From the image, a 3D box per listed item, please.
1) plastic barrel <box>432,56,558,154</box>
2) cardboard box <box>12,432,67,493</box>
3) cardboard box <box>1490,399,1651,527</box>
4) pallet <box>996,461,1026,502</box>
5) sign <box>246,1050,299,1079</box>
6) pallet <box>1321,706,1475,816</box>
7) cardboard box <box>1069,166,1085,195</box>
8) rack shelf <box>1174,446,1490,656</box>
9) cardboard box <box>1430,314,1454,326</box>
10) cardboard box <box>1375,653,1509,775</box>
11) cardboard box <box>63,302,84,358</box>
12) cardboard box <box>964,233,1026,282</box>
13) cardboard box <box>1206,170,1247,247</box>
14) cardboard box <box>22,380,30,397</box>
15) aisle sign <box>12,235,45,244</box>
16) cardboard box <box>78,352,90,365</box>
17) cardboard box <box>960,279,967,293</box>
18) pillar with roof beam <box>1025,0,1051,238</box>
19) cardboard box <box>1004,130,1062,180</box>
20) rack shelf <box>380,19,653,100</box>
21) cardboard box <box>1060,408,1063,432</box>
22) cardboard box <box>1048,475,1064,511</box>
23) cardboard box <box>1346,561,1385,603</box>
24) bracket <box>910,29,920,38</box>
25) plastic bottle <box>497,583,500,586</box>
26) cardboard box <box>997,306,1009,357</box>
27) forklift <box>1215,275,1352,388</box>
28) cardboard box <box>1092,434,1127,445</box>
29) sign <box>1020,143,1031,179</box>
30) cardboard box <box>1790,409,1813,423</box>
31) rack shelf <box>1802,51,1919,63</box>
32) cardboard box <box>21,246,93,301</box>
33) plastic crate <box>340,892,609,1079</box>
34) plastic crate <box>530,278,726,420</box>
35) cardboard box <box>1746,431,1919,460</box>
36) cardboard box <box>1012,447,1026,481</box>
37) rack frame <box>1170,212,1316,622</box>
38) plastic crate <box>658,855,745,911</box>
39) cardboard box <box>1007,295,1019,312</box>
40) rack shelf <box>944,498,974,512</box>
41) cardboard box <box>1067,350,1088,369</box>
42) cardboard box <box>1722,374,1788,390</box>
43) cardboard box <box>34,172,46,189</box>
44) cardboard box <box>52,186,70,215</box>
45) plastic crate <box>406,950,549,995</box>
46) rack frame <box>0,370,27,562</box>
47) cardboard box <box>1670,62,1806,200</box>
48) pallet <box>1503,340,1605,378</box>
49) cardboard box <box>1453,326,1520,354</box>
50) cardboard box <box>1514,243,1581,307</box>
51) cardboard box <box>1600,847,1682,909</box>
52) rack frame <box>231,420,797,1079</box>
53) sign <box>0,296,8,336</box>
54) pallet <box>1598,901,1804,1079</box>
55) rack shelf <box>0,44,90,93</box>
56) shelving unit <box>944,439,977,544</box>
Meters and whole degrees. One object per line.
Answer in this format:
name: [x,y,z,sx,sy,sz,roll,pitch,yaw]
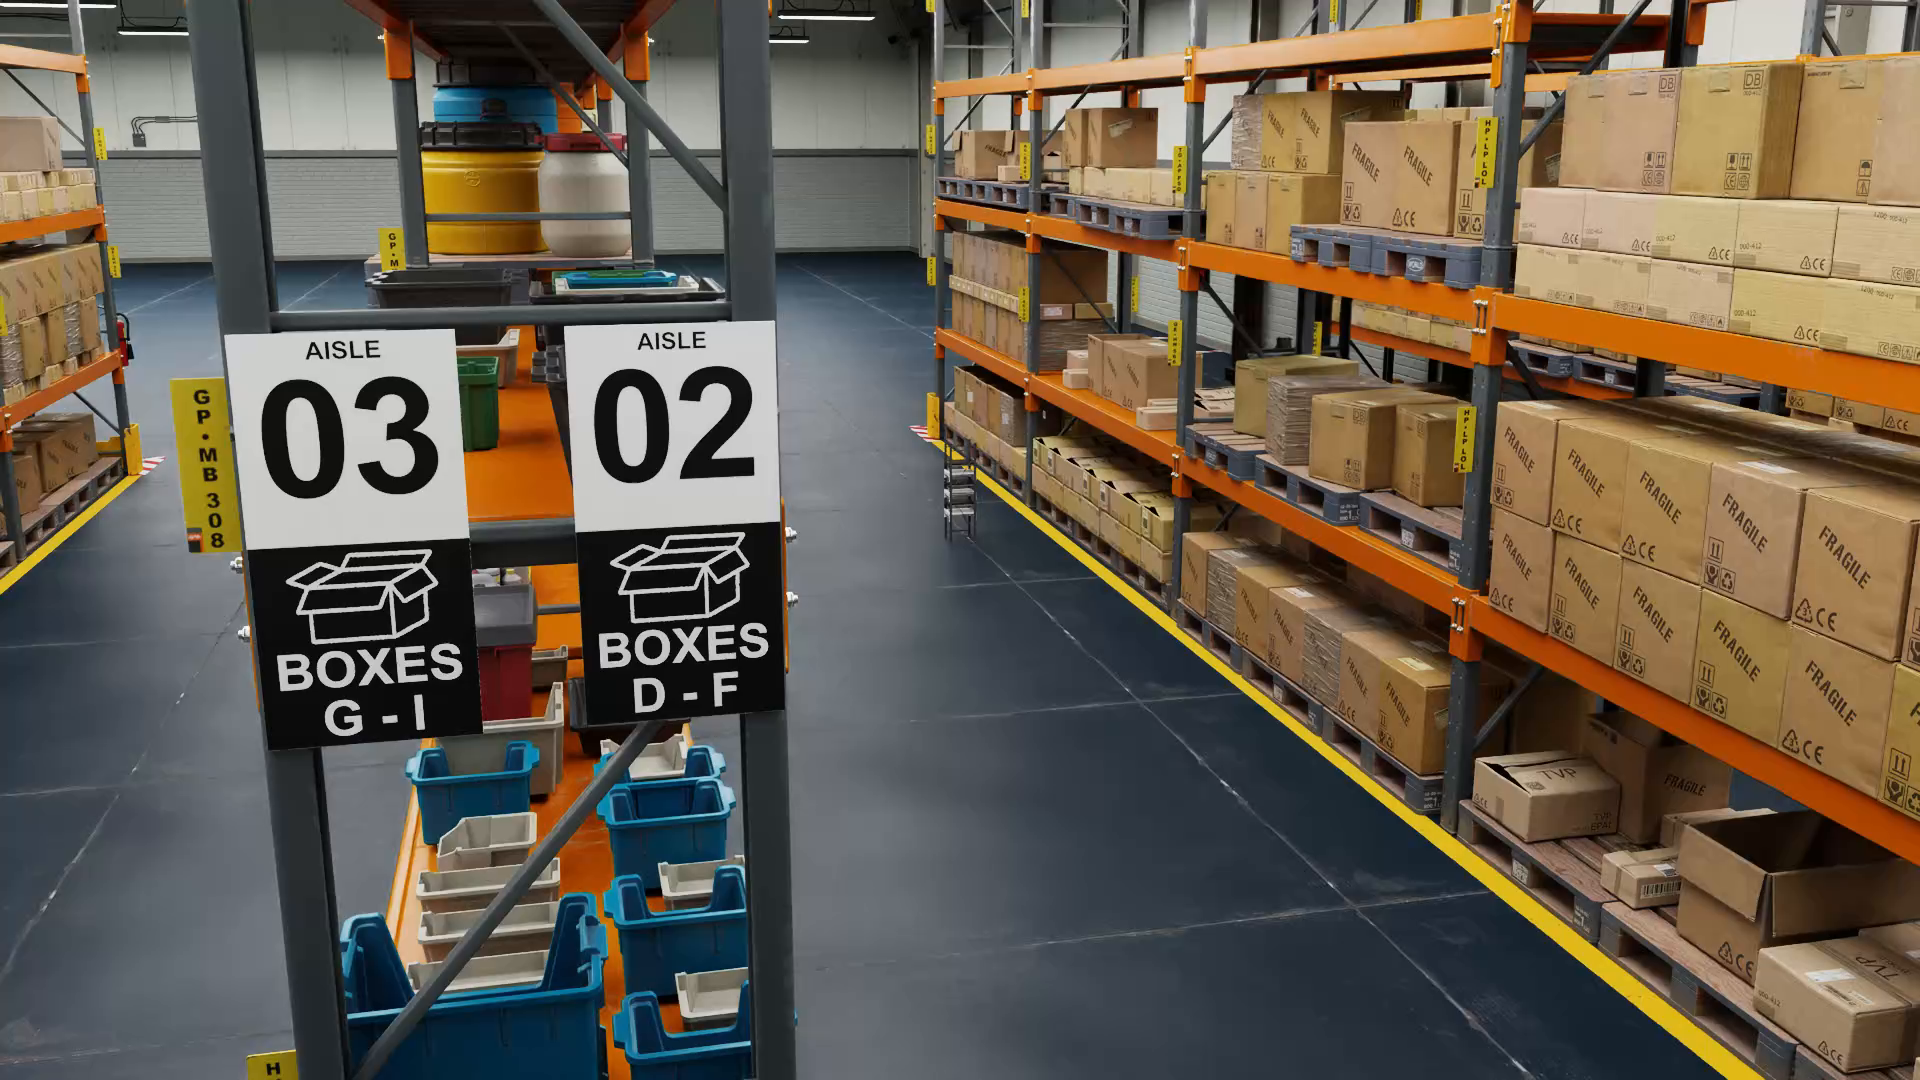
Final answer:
plastic barrel: [-2.341,-1.977,8.436,0.600,0.901,0.708,-3,14,-13]
cardboard box: [-8.992,-0.742,16.027,0.500,0.500,0.500,-2,14,-8]
cardboard box: [2.861,-0.372,7.811,0.500,0.500,0.500,-3,14,-12]
pallet: [0.999,-0.639,17.096,1.003,0.211,1.213,-3,14,-13]
sign: [-1.383,1.191,3.387,0.100,0.325,0.005,-3,14,-13]
pallet: [2.796,1.207,9.541,1.003,0.211,1.213,-3,14,-13]
cardboard box: [1.280,-3.253,15.033,0.500,0.250,0.500,-2,14,-7]
rack shelf: [2.554,-0.074,10.425,1.077,0.370,4.000,-3,14,-13]
cardboard box: [5.425,-2.592,17.911,0.500,0.500,0.500,-3,14,-14]
cardboard box: [2.629,0.941,9.096,0.500,0.500,0.500,-3,14,-13]
cardboard box: [-9.013,-2.017,16.026,0.875,0.500,0.500,-3,14,-13]
cardboard box: [0.444,-3.167,18.627,0.700,0.500,0.500,-4,14,-15]
cardboard box: [2.220,-2.292,11.456,0.910,0.500,0.500,-3,14,-13]
cardboard box: [-8.375,-1.315,14.518,0.380,0.149,0.250,-3,14,-13]
aisle sign: [-9.731,-3.439,17.207,0.394,0.787,0.004,-3,14,-13]
cardboard box: [-8.946,-1.832,16.633,0.380,0.149,0.250,-3,14,-13]
cardboard box: [0.210,-2.873,18.789,0.380,0.149,0.250,-3,14,-13]
pillar with roof beam: [-2.387,-9.721,35.754,9.100,9.000,0.548,-3,14,-13]
cardboard box: [0.881,-3.974,17.154,0.797,0.503,0.637,-2,14,-7]
rack shelf: [-2.262,-2.519,8.634,1.077,0.370,4.000,-3,14,-13]
cardboard box: [1.215,-1.279,17.172,0.500,0.500,0.500,-3,14,-13]
cardboard box: [1.118,-0.451,15.361,0.500,0.250,0.500,-3,14,-12]
cardboard box: [2.794,0.203,10.536,0.500,0.250,0.500,-4,14,-14]
bracket: [-1.268,-14.362,47.168,0.235,0.232,0.430,-3,14,-13]
plastic bottle: [-2.225,0.278,7.889,0.097,0.201,0.097,0,14,0]
cardboard box: [0.790,-2.195,17.382,0.700,0.500,0.500,-3,14,-12]
forklift: [3.145,-1.561,15.139,1.130,2.935,3.031,-4,14,-15]
cardboard box: [1.519,-0.871,15.898,0.500,0.311,0.500,-3,14,-13]
sign: [0.606,-3.523,15.450,0.100,0.325,0.005,-3,14,-13]
cardboard box: [6.751,-0.960,13.025,0.380,0.149,0.250,-3,14,-14]
rack shelf: [7.368,-3.071,10.894,1.077,0.370,4.000,-3,14,-13]
cardboard box: [-8.932,-2.630,16.426,0.500,0.500,0.500,-3,14,-13]
plastic crate: [-1.113,1.123,3.809,0.616,0.435,0.499,-3,14,-13]
plastic crate: [-0.944,-0.559,4.704,0.504,0.338,0.767,-3,14,-13]
cardboard box: [3.635,-0.160,6.943,0.500,0.500,0.500,-3,14,-13]
cardboard box: [0.824,-0.771,16.669,0.500,0.250,0.500,-3,14,-13]
rack frame: [2.084,-0.885,12.228,1.000,3.000,0.127,-3,14,-13]
plastic crate: [-0.745,1.025,4.842,0.250,0.136,0.298,-3,14,-13]
cardboard box: [0.690,-2.400,16.852,0.380,0.149,0.250,-3,14,-13]
rack shelf: [0.002,-0.315,14.842,0.258,0.077,0.200,-3,14,-13]
cardboard box: [1.303,-1.623,15.568,0.500,0.250,0.500,-2,14,-10]
cardboard box: [6.779,-1.532,13.739,0.700,0.500,0.500,-5,15,-20]
cardboard box: [-8.738,-3.344,15.449,0.380,0.149,0.250,-4,14,-16]
cardboard box: [-8.832,-3.232,15.833,0.500,0.250,0.500,-3,14,-12]
plastic crate: [-1.220,1.157,4.300,0.396,0.136,0.243,-3,14,-13]
rack frame: [-8.485,-1.256,13.748,1.000,3.000,0.127,-3,14,-13]
cardboard box: [3.278,-1.605,6.539,0.700,0.500,0.500,-3,14,-13]
pallet: [5.997,-1.807,16.406,1.003,0.211,1.213,-3,14,-13]
cardboard box: [5.553,-2.114,17.532,0.500,0.250,0.500,-3,14,-13]
cardboard box: [2.897,-1.220,7.597,0.500,0.250,0.500,-3,14,-13]
cardboard box: [3.125,1.509,7.475,0.380,0.166,0.250,-3,14,-13]
rack frame: [-0.852,1.236,3.547,1.000,3.000,0.127,-3,14,-13]
sign: [-7.947,-1.850,13.741,0.100,0.325,0.005,-3,14,-13]
pallet: [3.474,1.833,6.979,1.003,0.211,1.213,-3,14,-13]
rack shelf: [-8.955,-4.281,15.011,1.077,0.370,4.000,-3,14,-13]
shelving unit: [0.002,-0.435,14.813,0.258,0.900,0.210,-3,14,-13]
